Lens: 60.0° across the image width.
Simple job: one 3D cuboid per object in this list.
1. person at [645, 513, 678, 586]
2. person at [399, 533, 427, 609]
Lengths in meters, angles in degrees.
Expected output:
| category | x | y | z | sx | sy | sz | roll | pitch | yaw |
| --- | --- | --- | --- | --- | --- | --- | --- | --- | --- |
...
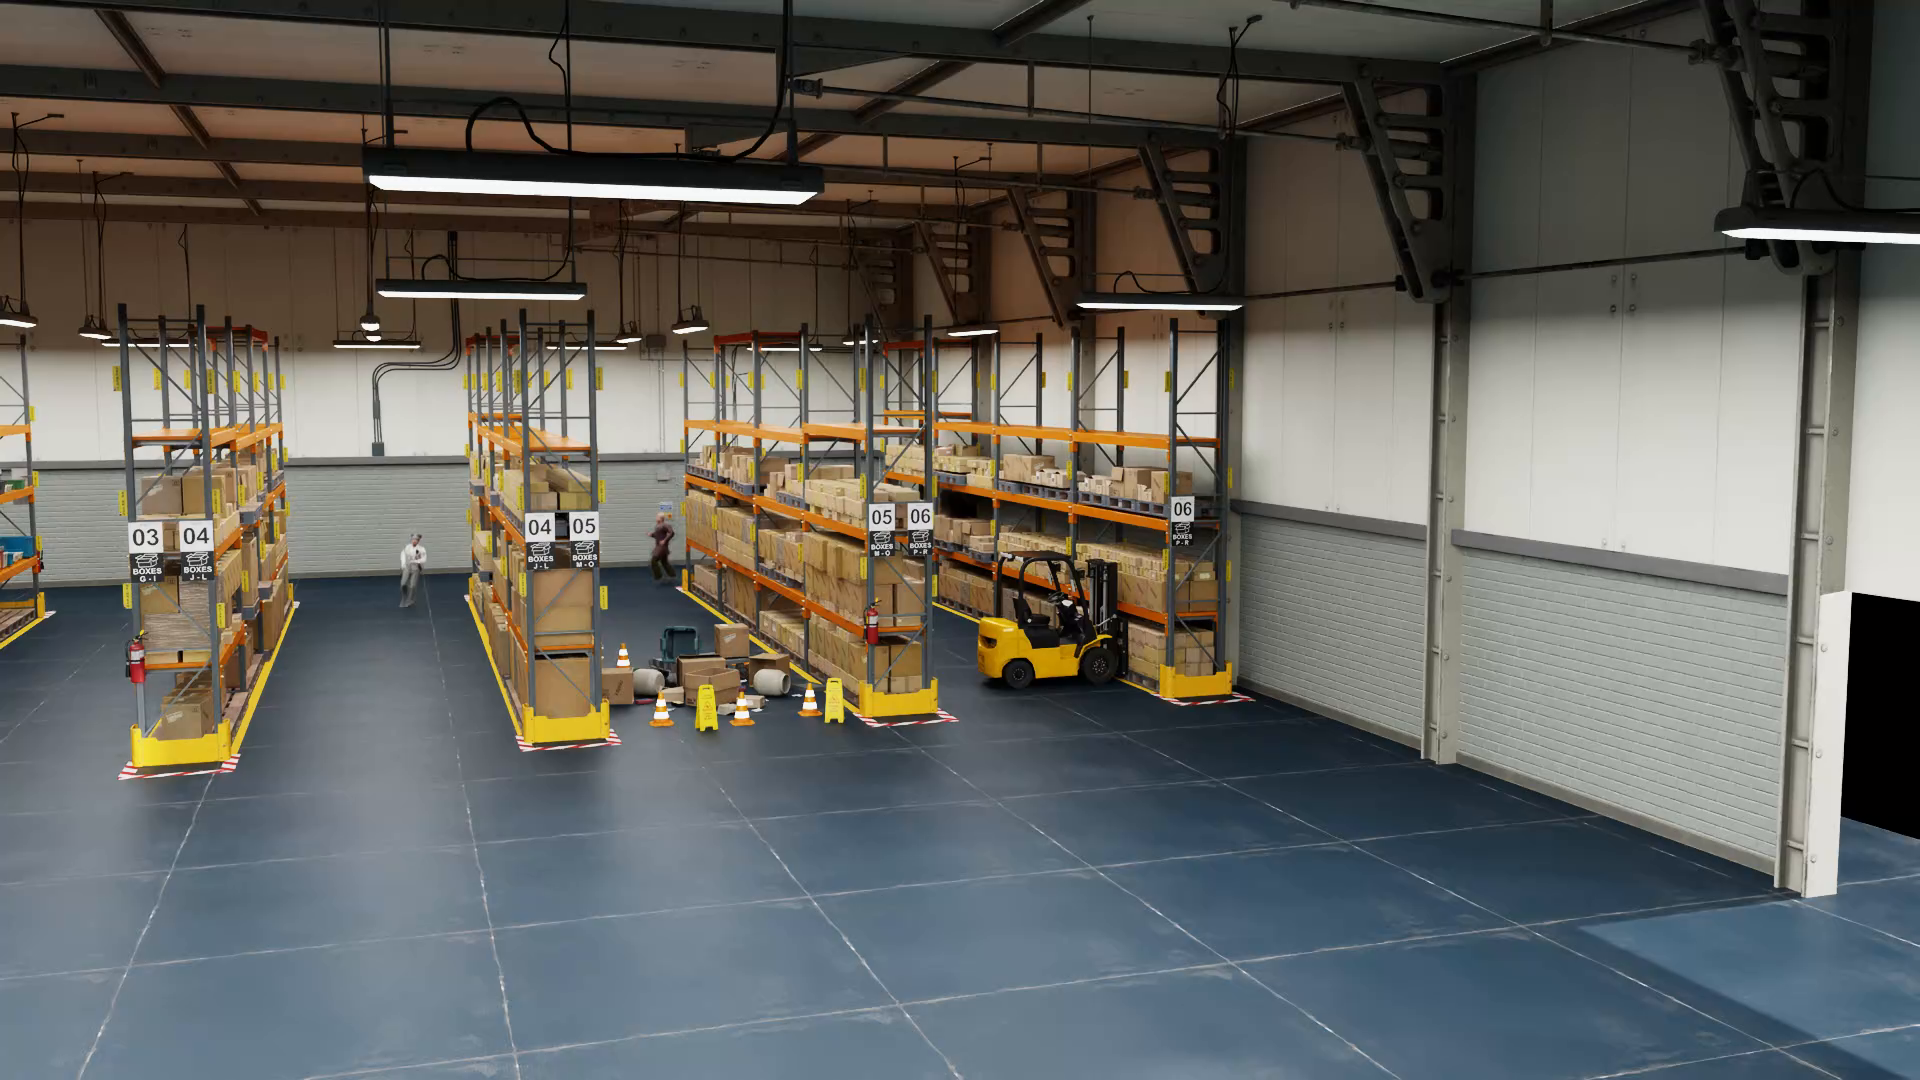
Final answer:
| category | x | y | z | sx | sy | sz | roll | pitch | yaw |
| --- | --- | --- | --- | --- | --- | --- | --- | --- | --- |
| person | -7.355 | 0.244 | 41.051 | 0.825 | 1.846 | 0.706 | -2 | 6 | -18 |
| person | -12.150 | 0.680 | 36.981 | 0.632 | 1.699 | 0.643 | 0 | 5 | -4 |
